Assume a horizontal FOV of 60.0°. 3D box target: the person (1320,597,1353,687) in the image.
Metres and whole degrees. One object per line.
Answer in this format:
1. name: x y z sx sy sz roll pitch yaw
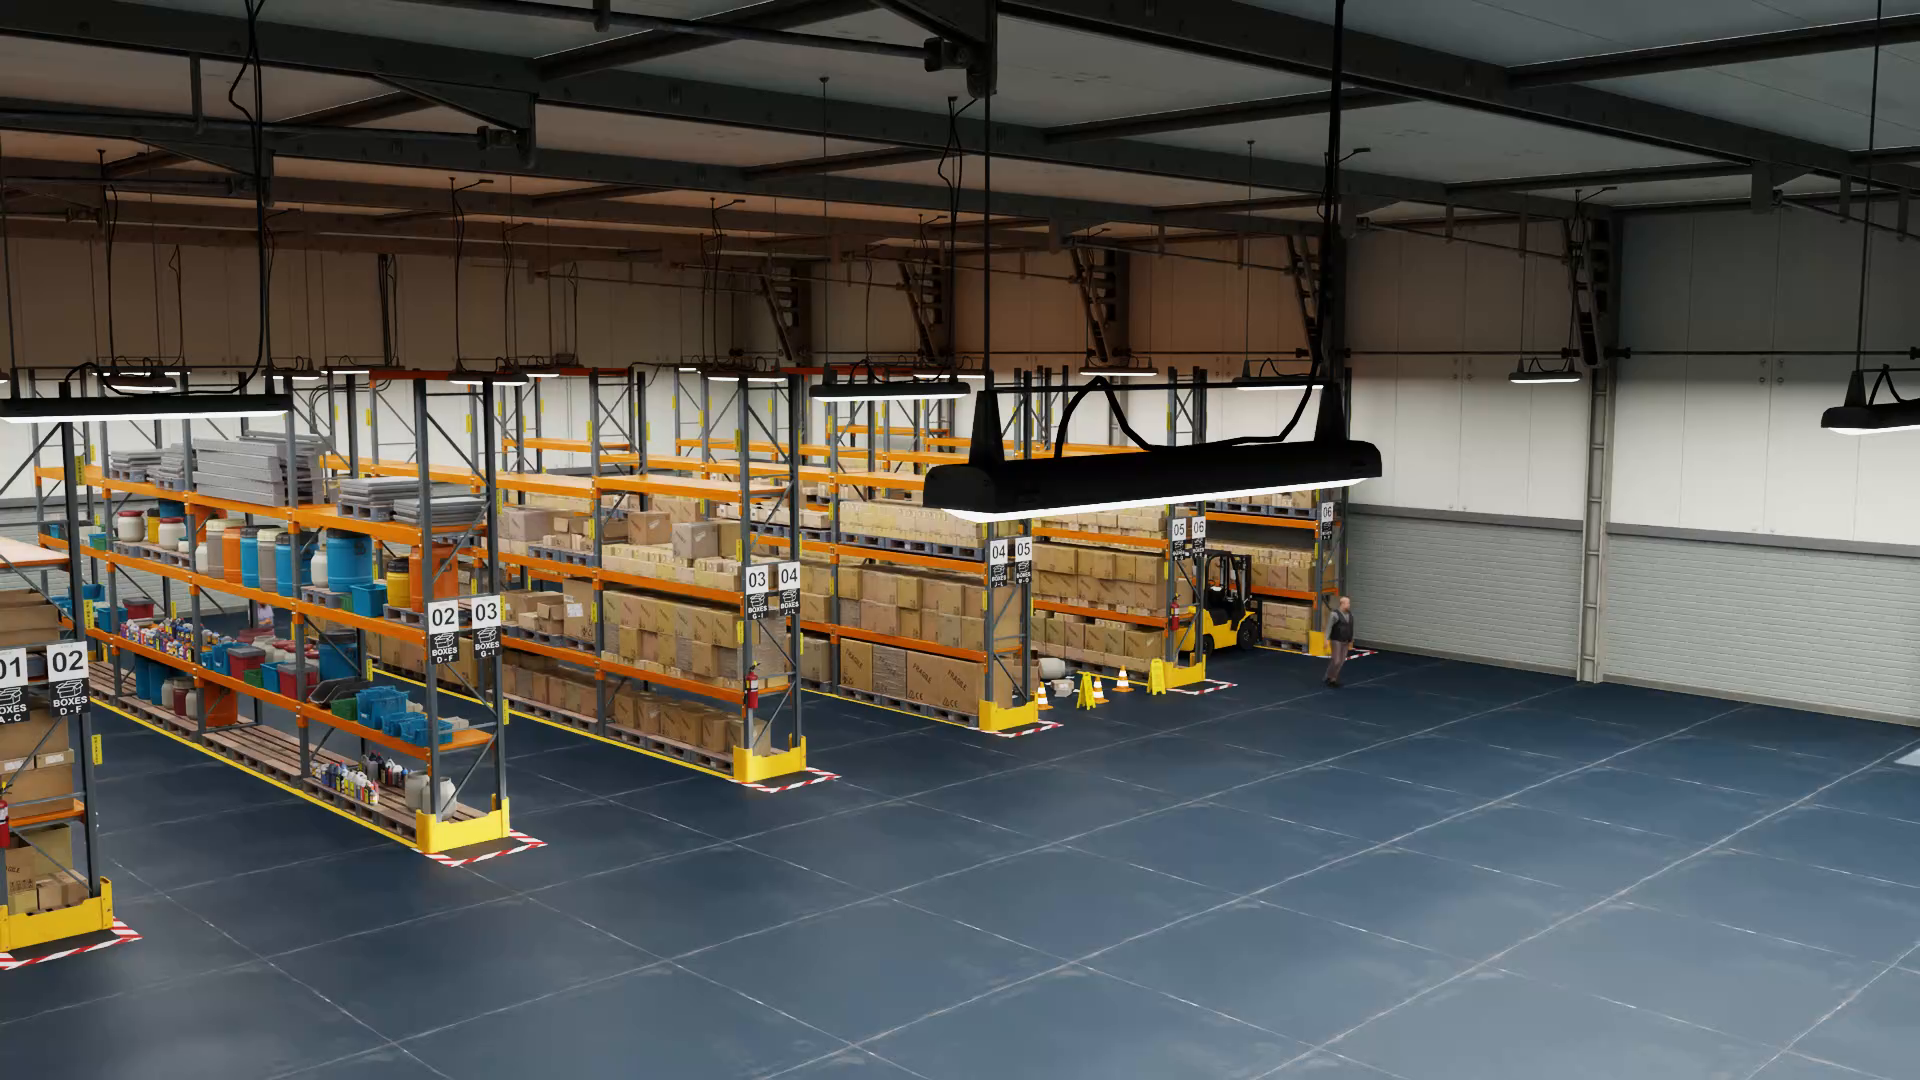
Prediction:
1. person: 7.148 1.928 31.449 0.653 1.703 0.450 -4 7 -31

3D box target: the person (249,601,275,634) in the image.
1. person: -13.544 1.868 32.264 0.855 1.695 0.556 6 9 44

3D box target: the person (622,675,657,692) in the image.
1. person: -5.957 1.983 31.120 0.775 1.720 0.659 3 7 27
